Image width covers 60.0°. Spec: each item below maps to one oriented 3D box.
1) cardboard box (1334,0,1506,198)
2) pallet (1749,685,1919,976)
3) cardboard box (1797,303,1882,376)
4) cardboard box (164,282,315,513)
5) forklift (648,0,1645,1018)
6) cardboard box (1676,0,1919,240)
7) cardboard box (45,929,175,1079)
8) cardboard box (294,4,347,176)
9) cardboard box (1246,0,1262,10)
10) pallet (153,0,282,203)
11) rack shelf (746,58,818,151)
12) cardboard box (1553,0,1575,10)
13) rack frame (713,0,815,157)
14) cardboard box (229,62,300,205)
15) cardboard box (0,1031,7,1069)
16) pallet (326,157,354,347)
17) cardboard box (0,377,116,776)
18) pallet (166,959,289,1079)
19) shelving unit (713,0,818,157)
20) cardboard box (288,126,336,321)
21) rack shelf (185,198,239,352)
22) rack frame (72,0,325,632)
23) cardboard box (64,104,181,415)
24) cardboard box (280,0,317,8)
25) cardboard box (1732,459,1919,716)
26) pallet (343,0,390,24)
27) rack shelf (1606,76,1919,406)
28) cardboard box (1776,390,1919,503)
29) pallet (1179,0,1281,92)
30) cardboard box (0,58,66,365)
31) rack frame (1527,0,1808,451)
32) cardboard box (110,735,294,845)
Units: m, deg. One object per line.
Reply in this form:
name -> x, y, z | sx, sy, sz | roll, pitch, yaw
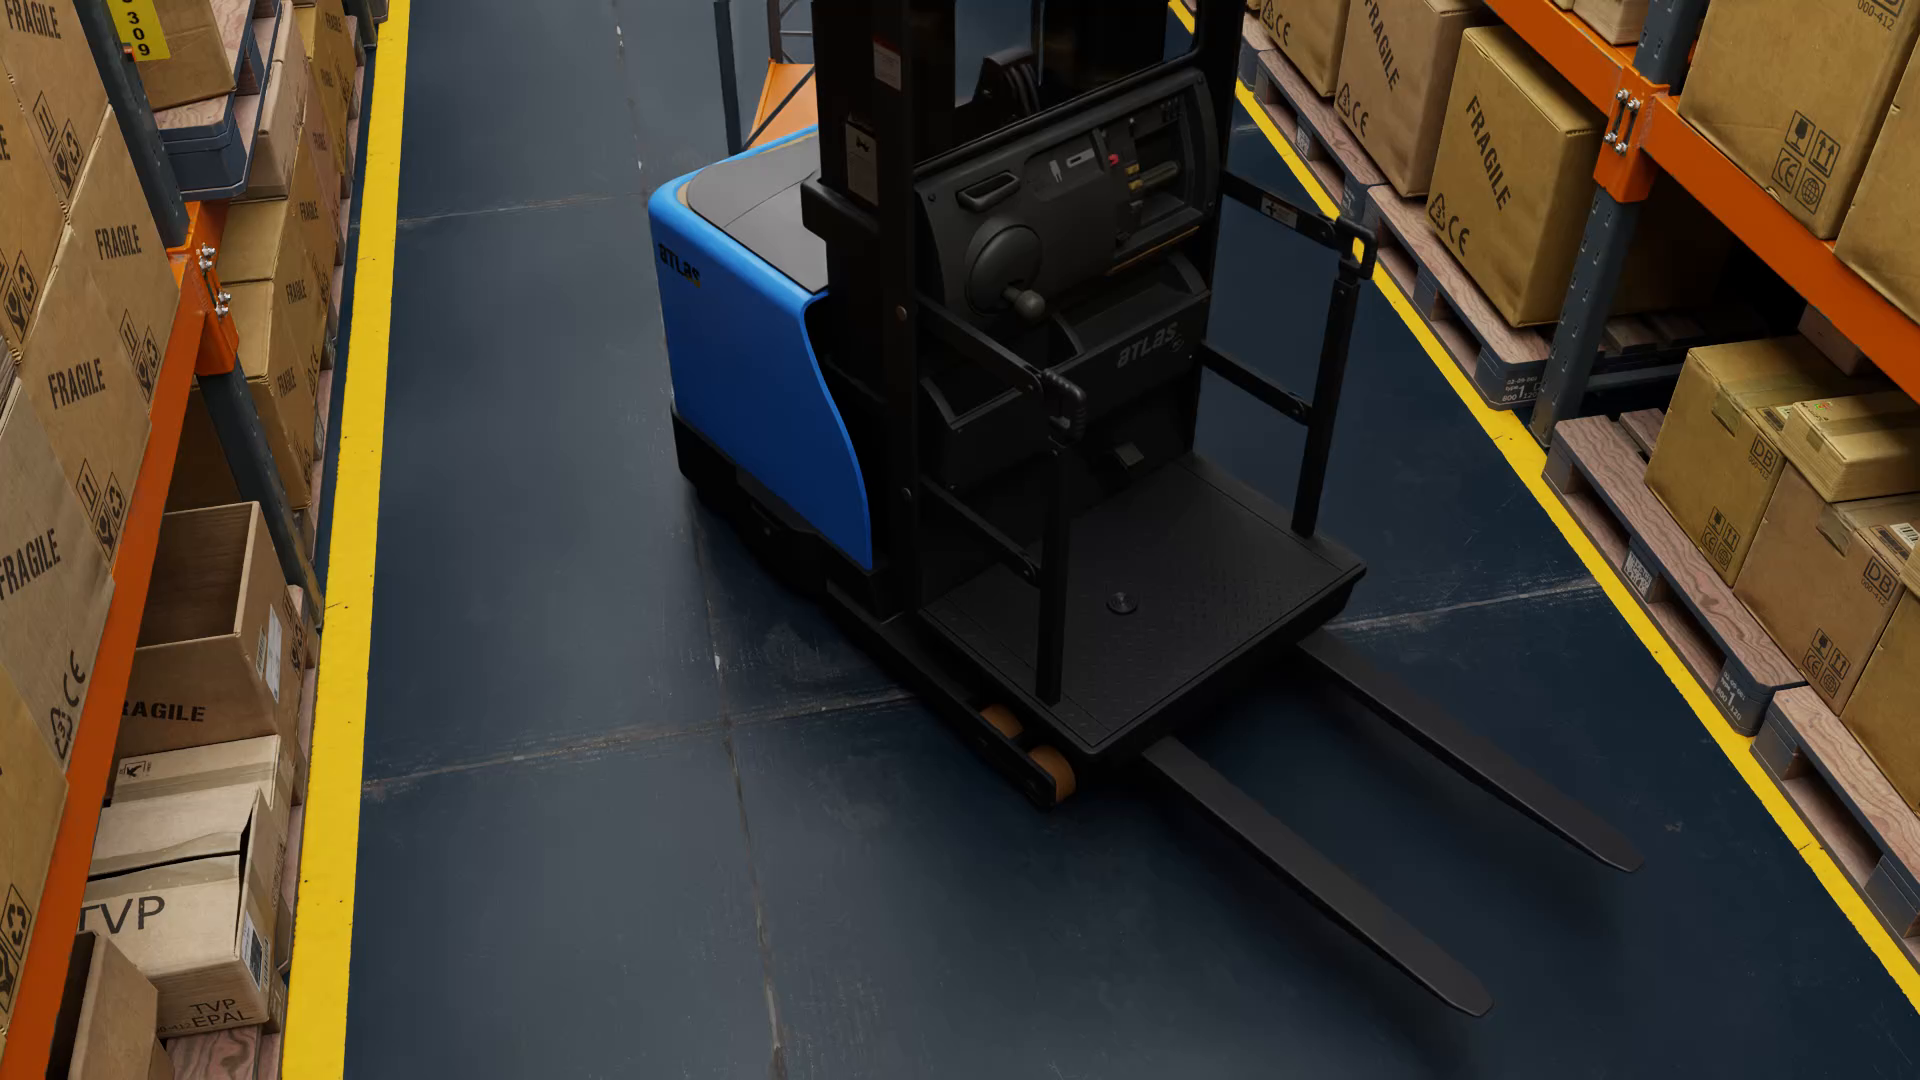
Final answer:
cardboard box -> 1.976, -1.865, 6.394 | 0.750, 0.750, 0.750 | -7, 42, -8
pallet -> 2.792, 0.806, 4.183 | 1.003, 0.211, 1.213 | -8, 42, -9
cardboard box -> 2.662, -0.621, 4.768 | 0.380, 0.149, 0.250 | -9, 42, -10
cardboard box -> -2.265, -0.399, 4.992 | 0.500, 0.500, 0.500 | -10, 43, -11
forklift -> 0.425, -0.768, 3.907 | 1.130, 2.935, 3.031 | -30, 50, -29
cardboard box -> 2.539, -1.291, 4.219 | 0.980, 0.700, 0.700 | -8, 42, -9
cardboard box -> -1.988, 1.165, 3.227 | 0.797, 0.503, 0.637 | -8, 42, -9
cardboard box -> -2.719, -1.735, 6.497 | 0.500, 0.500, 0.500 | -10, 43, -11
cardboard box -> 1.605, -2.984, 7.655 | 0.750, 0.750, 0.750 | -9, 42, -10
pallet -> -2.464, -1.283, 4.580 | 1.003, 0.211, 1.213 | -8, 42, -9
rack shelf -> -0.489, -1.426, 5.997 | 0.538, 0.185, 1.000 | 2, 42, 2
cardboard box -> 2.011, -1.786, 5.176 | 0.380, 0.149, 0.250 | -8, 42, -8
rack frame -> -0.509, -1.223, 5.498 | 0.500, 1.500, 0.032 | 2, 42, 2
cardboard box -> -2.480, -1.328, 5.473 | 0.500, 0.250, 0.500 | -8, 42, -9
cardboard box -> -1.595, 0.750, 2.071 | 0.500, 0.500, 0.500 | -8, 42, -9
pallet -> -2.877, -1.092, 6.322 | 1.003, 0.211, 1.213 | -8, 42, -9
cardboard box -> -1.814, 0.095, 2.808 | 0.500, 0.500, 0.500 | -7, 42, -8
pallet -> -1.984, 1.460, 3.447 | 1.003, 0.211, 1.213 | -8, 42, -9
shelving unit -> -0.489, -1.554, 5.871 | 0.587, 1.500, 1.083 | 2, 42, 2
cardboard box -> -2.491, -1.068, 5.746 | 0.500, 0.500, 0.500 | -8, 42, -9
rack shelf -> -2.830, -1.848, 5.615 | 1.077, 0.370, 4.000 | -8, 42, -9
rack frame -> -2.398, -0.821, 3.915 | 1.000, 3.000, 0.127 | -8, 42, -9
cardboard box -> -2.040, -0.571, 3.559 | 0.500, 0.500, 0.500 | -8, 42, -9
cardboard box -> -2.814, -2.316, 6.586 | 0.500, 0.250, 0.500 | -7, 42, -8
cardboard box -> 2.604, 0.070, 4.478 | 0.700, 0.500, 0.500 | -9, 42, -10
pallet -> -3.401, -2.910, 8.369 | 1.003, 0.211, 1.213 | -8, 42, -9
rack shelf -> 2.870, 0.032, 3.496 | 1.077, 0.370, 4.000 | -8, 42, -9
cardboard box -> 2.395, -0.250, 4.351 | 0.380, 0.149, 0.250 | -7, 42, -8
pallet -> 1.671, -2.561, 7.977 | 1.003, 0.211, 1.213 | -8, 42, -9
cardboard box -> -1.923, -0.610, 2.849 | 0.500, 0.500, 0.500 | -9, 42, -10
rack frame -> 2.438, -1.533, 4.718 | 1.000, 3.000, 0.127 | -8, 42, -9
cardboard box -> -1.859, 0.644, 4.081 | 0.380, 0.149, 0.250 | -8, 42, -9
